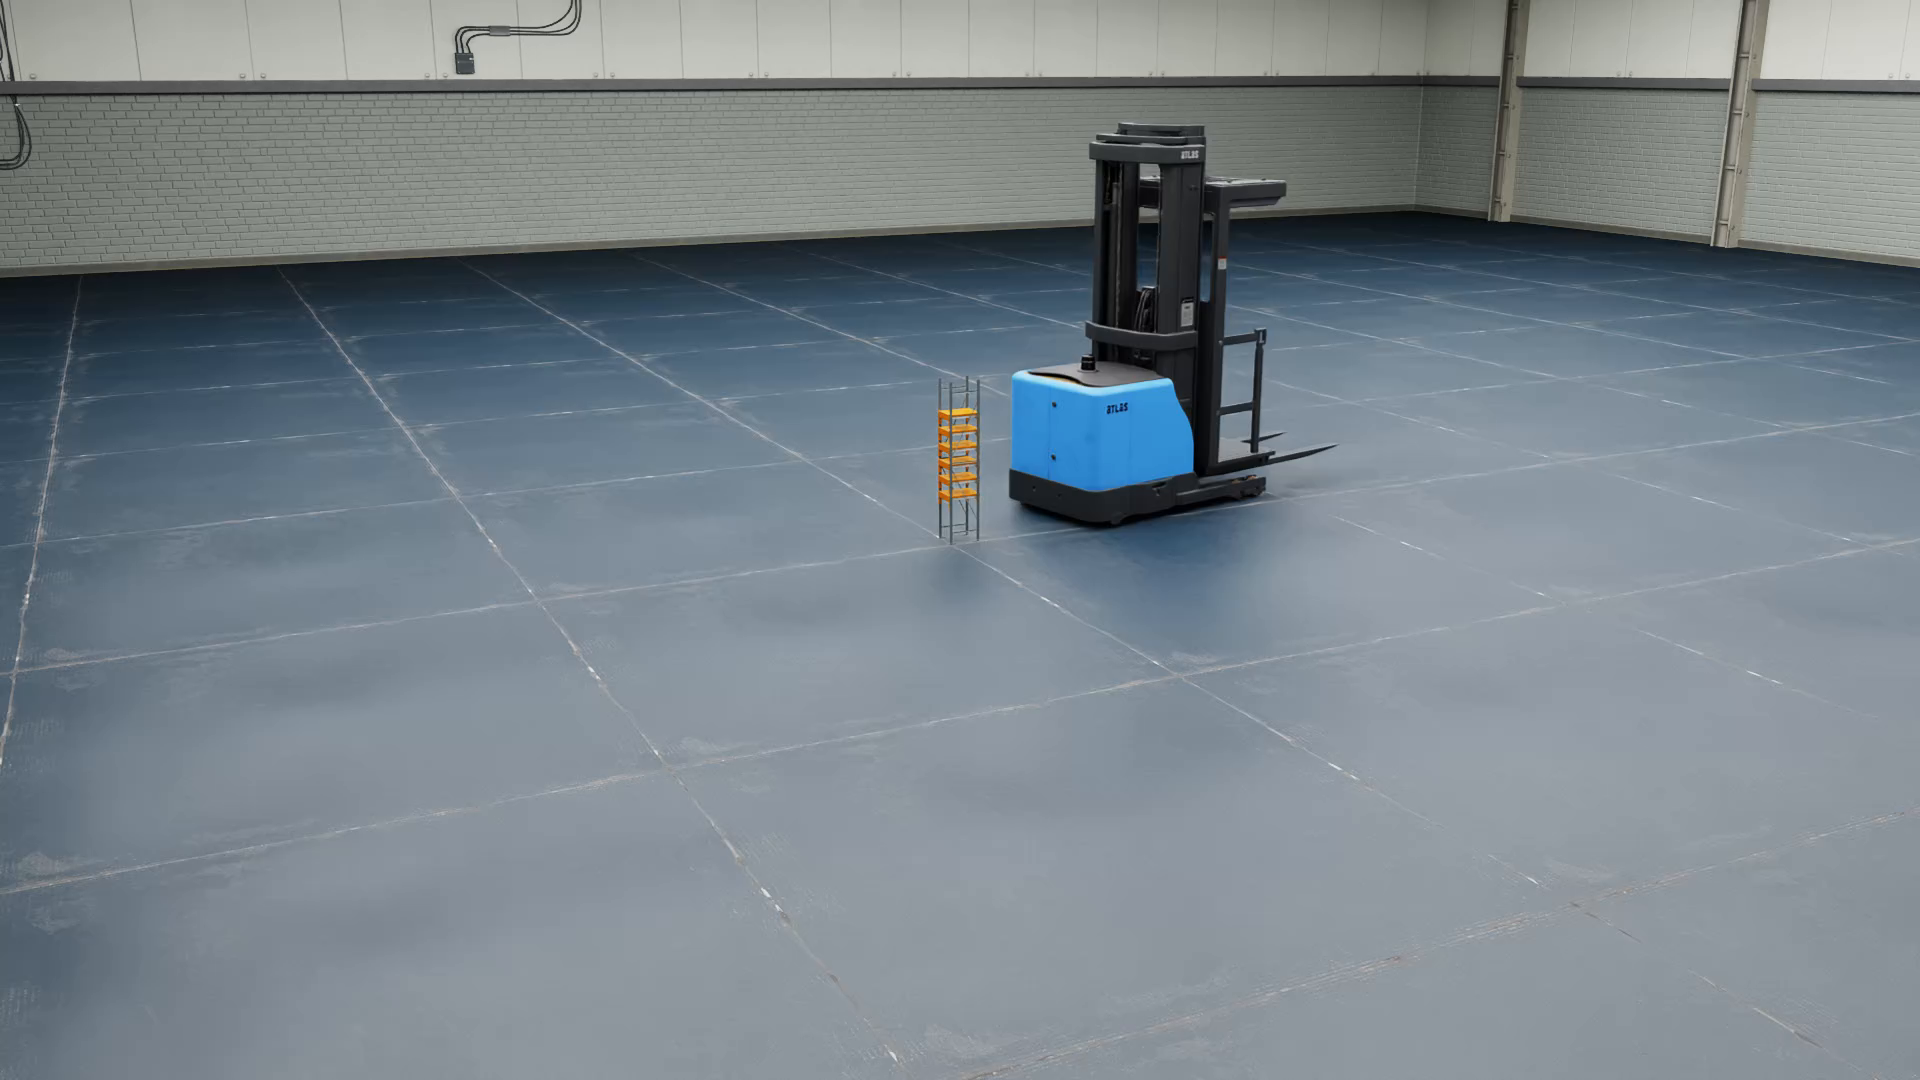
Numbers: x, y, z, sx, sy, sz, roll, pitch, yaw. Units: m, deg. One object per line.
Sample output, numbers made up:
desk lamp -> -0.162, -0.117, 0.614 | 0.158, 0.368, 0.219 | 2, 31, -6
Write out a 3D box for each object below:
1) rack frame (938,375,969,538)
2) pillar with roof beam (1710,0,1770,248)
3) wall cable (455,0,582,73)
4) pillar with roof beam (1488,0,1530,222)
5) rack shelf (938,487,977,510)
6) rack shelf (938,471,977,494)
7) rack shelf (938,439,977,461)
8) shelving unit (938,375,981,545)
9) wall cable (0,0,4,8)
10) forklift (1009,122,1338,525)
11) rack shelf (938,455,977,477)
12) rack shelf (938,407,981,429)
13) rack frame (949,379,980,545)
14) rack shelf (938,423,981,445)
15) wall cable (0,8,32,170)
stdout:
rack frame -> -0.046, -0.603, 12.177 | 0.240, 1.200, 0.006 | -8, 18, -25
pillar with roof beam -> 10.759, -9.424, 28.775 | 9.100, 9.000, 0.400 | -8, 18, -25
wall cable -> -7.877, -11.293, 29.125 | 2.305, 6.003, 0.169 | -8, 18, -25
pillar with roof beam -> 8.131, -10.911, 33.959 | 9.100, 9.000, 0.400 | -8, 18, -25
rack shelf -> -0.006, -0.307, 12.176 | 0.258, 0.103, 0.180 | -8, 18, -25
rack shelf -> -0.006, -0.422, 12.143 | 0.258, 0.103, 0.180 | -8, 18, -25
rack shelf -> -0.006, -0.653, 12.077 | 0.258, 0.103, 0.180 | -8, 18, -25
shelving unit -> -0.006, -0.580, 12.098 | 0.258, 1.200, 0.189 | -8, 18, -25
wall cable -> -13.986, -9.777, 26.481 | 3.097, 2.526, 0.112 | -8, 18, -25
forklift -> 1.859, -1.830, 13.314 | 3.031, 2.935, 1.130 | -12, 20, -37
rack shelf -> -0.006, -0.538, 12.110 | 0.258, 0.103, 0.180 | -8, 18, -25
rack shelf -> -0.006, -0.884, 12.011 | 0.258, 0.103, 0.180 | -8, 18, -25
rack frame -> 0.034, -0.558, 12.019 | 0.240, 1.200, 0.006 | -8, 18, -25
rack shelf -> -0.006, -0.768, 12.044 | 0.258, 0.103, 0.180 | -8, 18, -25
wall cable -> -16.417, -7.023, 26.038 | 3.097, 2.526, 0.112 | -8, 18, -25
